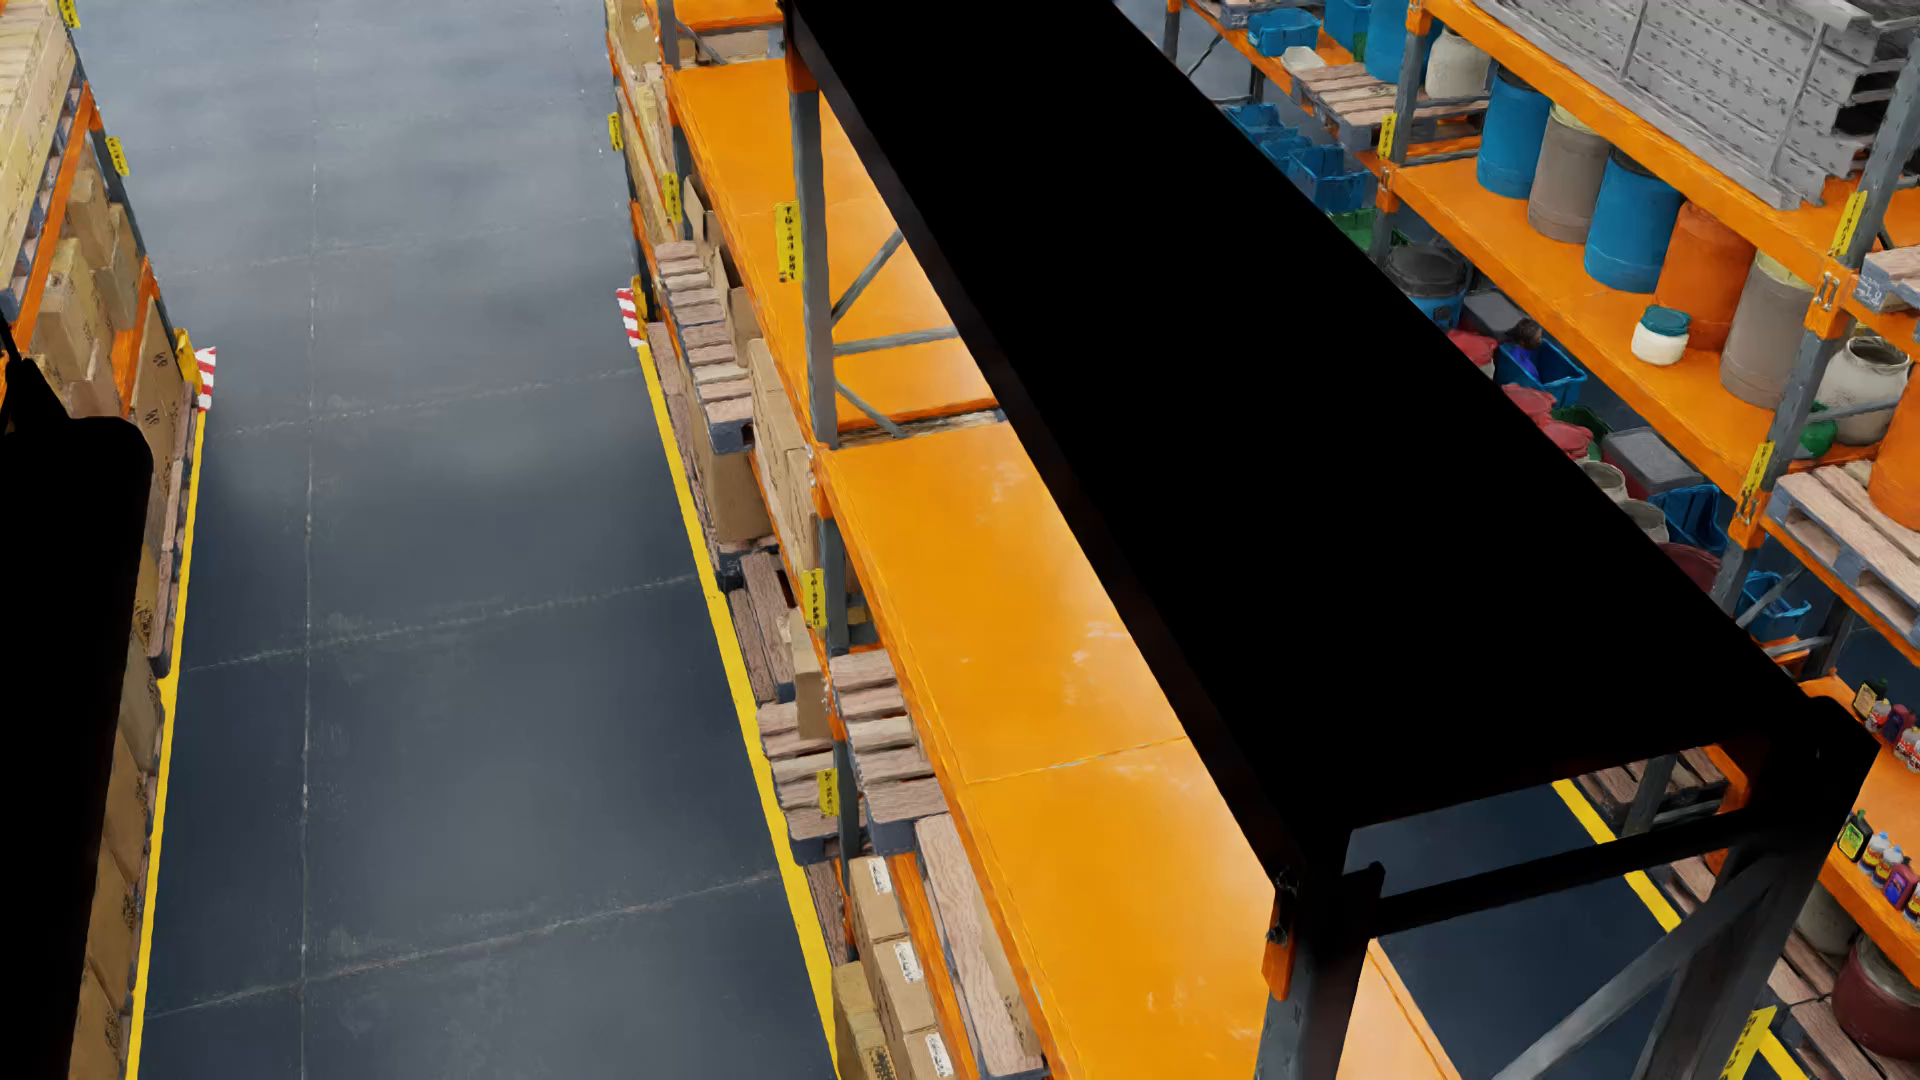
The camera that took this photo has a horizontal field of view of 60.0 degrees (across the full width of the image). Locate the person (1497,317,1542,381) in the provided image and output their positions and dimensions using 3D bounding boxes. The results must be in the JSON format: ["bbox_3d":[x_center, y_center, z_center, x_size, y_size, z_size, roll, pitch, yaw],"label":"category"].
[{"bbox_3d":[4.030,-0.923,12.299,0.477,1.653,0.642,-3,39,-4],"label":"person"}]
